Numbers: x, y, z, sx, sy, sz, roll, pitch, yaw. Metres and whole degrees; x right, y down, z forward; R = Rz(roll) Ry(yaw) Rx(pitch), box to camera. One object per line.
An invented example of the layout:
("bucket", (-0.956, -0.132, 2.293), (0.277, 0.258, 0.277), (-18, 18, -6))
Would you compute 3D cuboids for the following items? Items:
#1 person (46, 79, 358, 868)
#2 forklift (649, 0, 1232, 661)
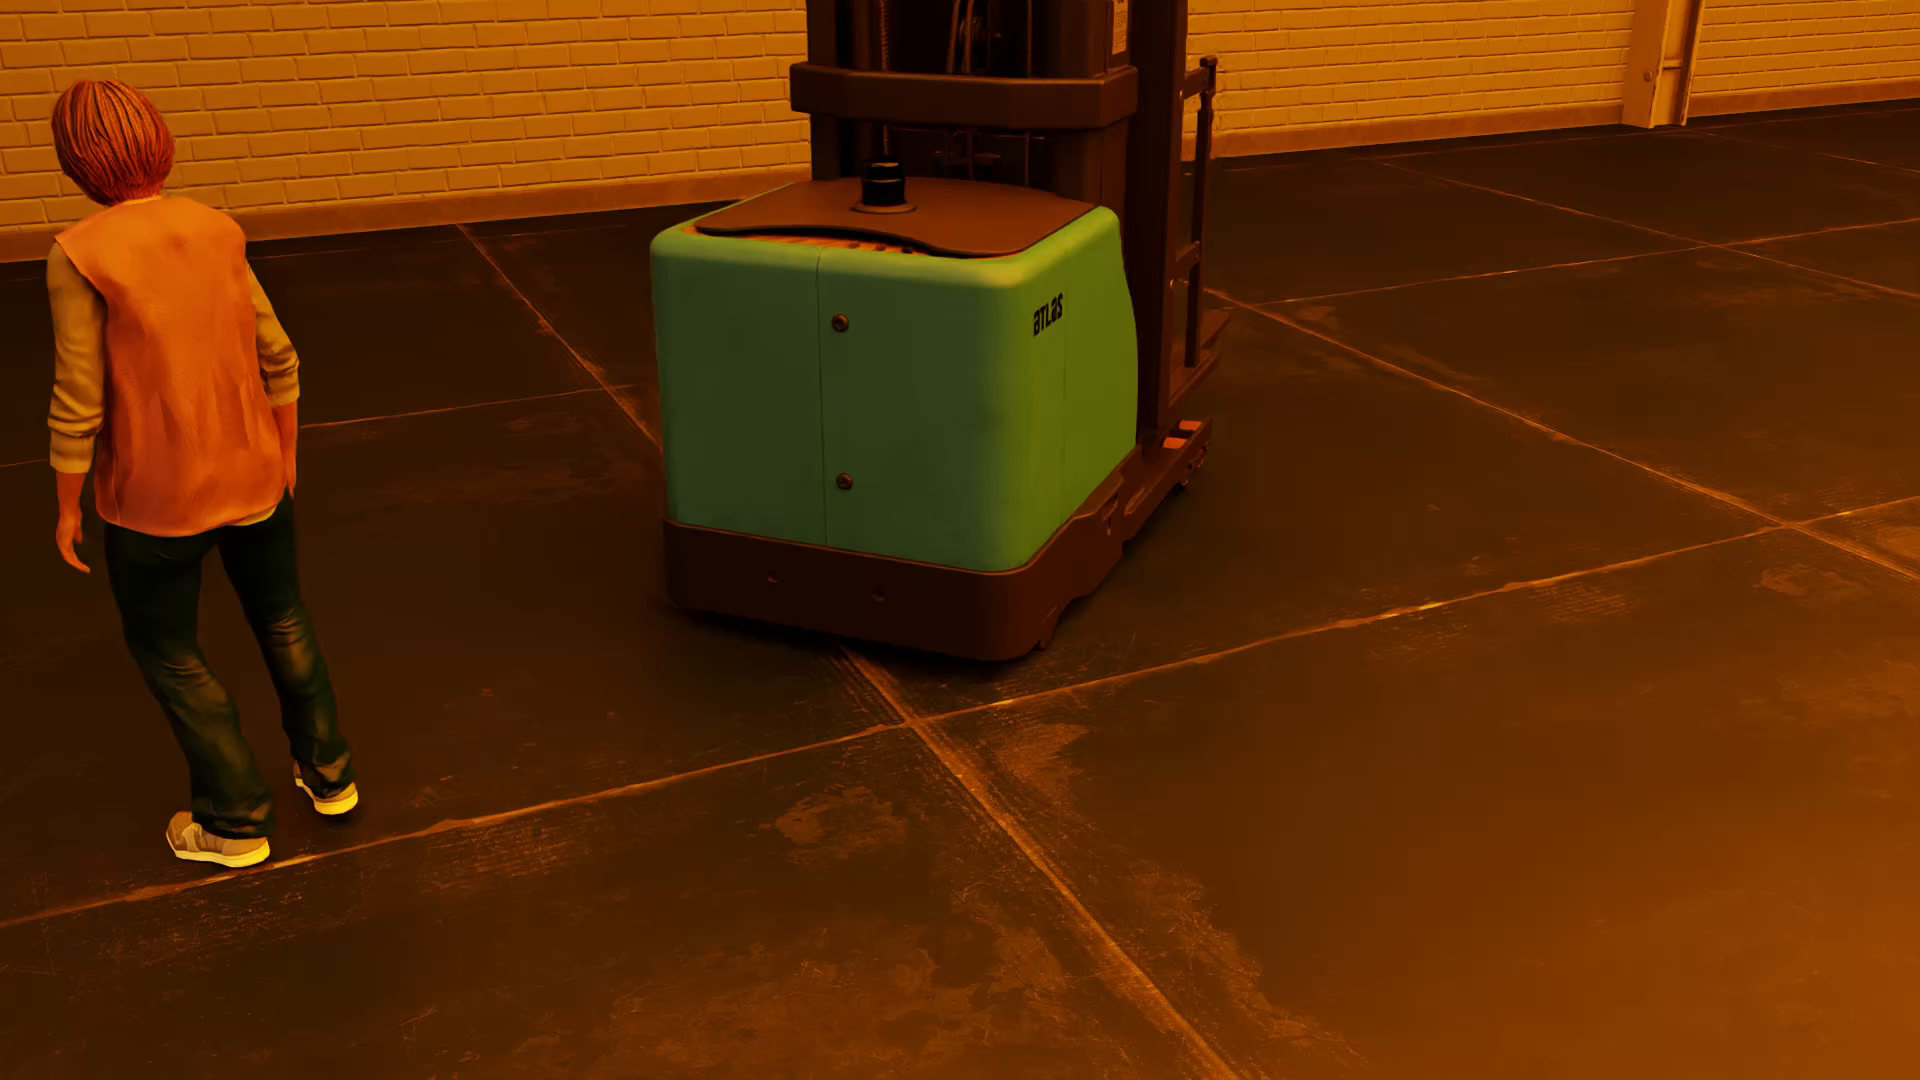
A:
("person", (-1.507, -0.092, 3.277), (0.329, 1.580, 0.510), (16, 27, 33))
("forklift", (0.220, -1.583, 5.096), (1.130, 2.935, 3.031), (9, 24, 20))
